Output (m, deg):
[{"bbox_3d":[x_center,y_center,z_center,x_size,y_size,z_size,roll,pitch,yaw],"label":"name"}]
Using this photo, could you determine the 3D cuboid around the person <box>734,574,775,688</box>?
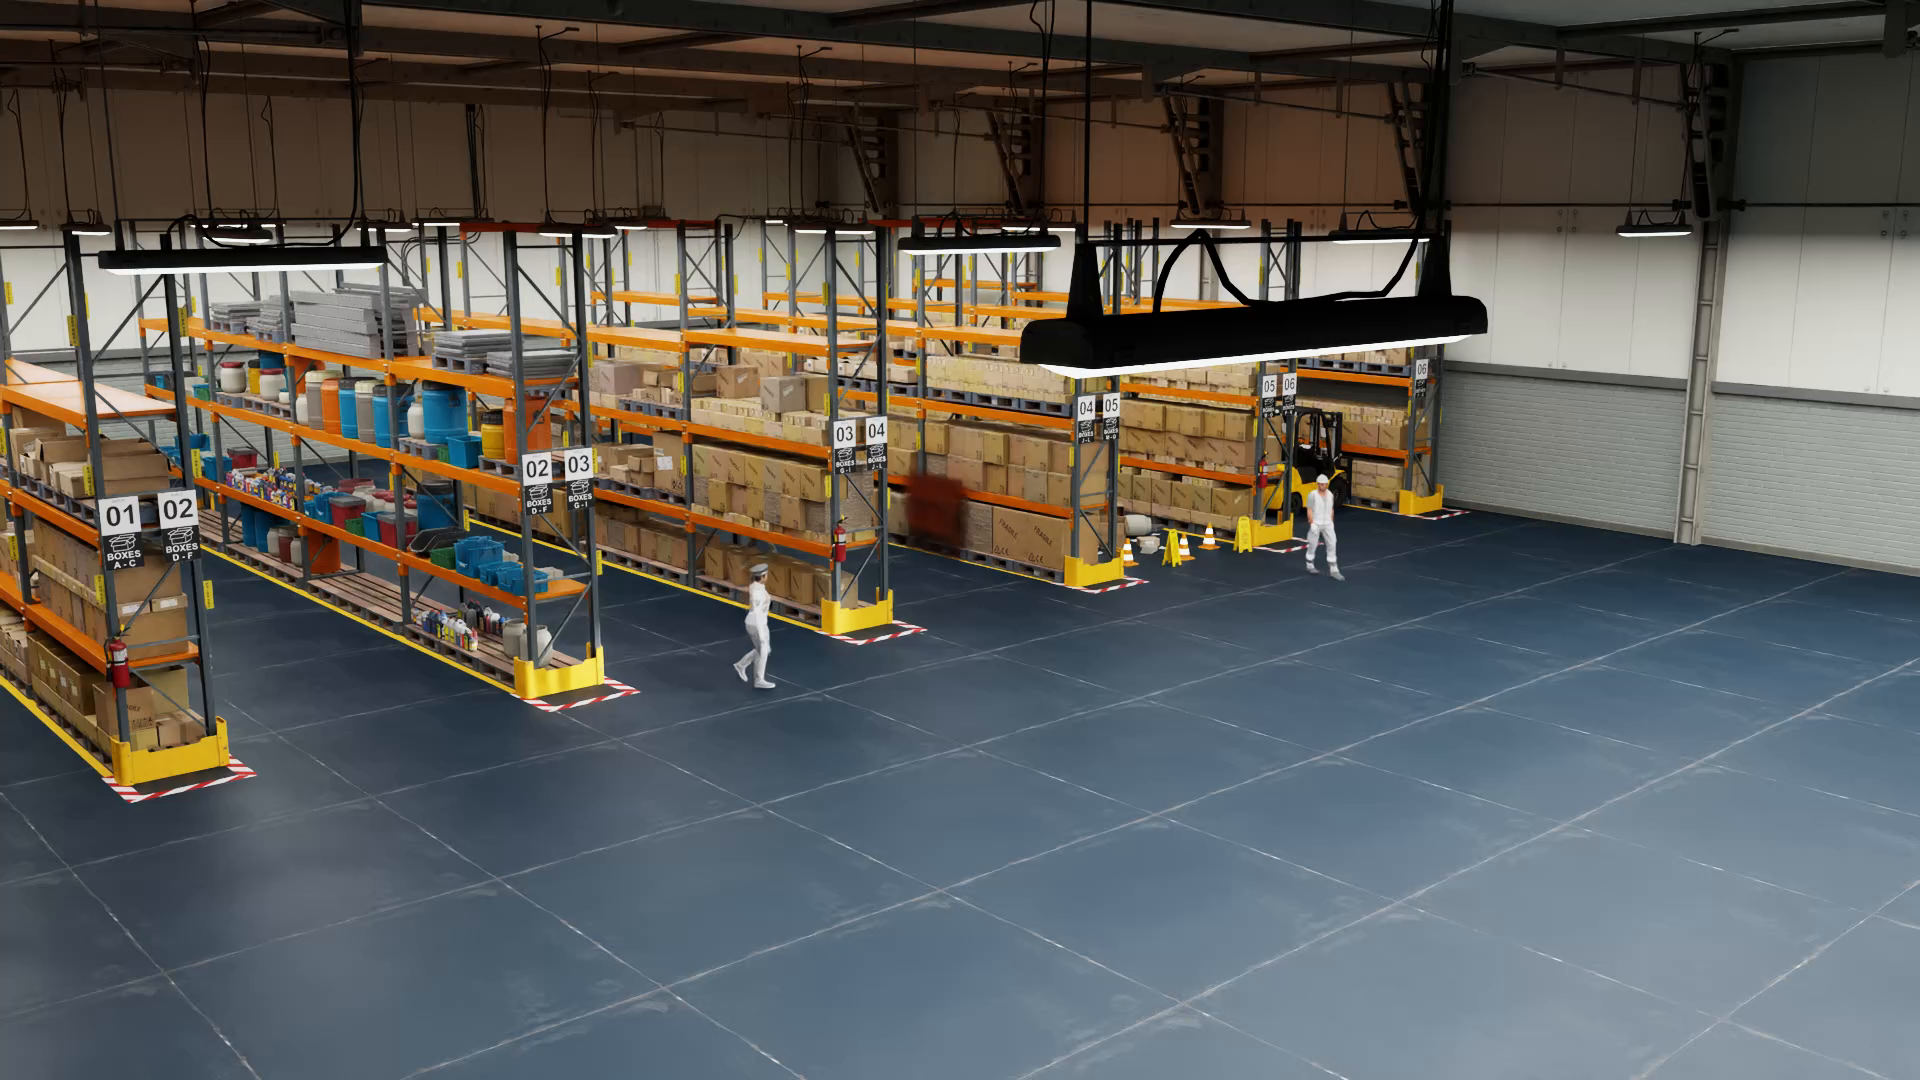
[{"bbox_3d":[-2.735,1.145,21.952,0.568,1.642,0.473,0,11,2],"label":"person"}]

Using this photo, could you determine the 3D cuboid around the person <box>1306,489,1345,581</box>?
[{"bbox_3d":[6.235,-0.124,28.552,0.577,1.523,0.831,-2,12,-12],"label":"person"}]

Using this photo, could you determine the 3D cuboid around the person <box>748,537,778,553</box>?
[{"bbox_3d":[-3.585,-0.535,30.179,0.841,1.567,0.523,8,14,33],"label":"person"}]
